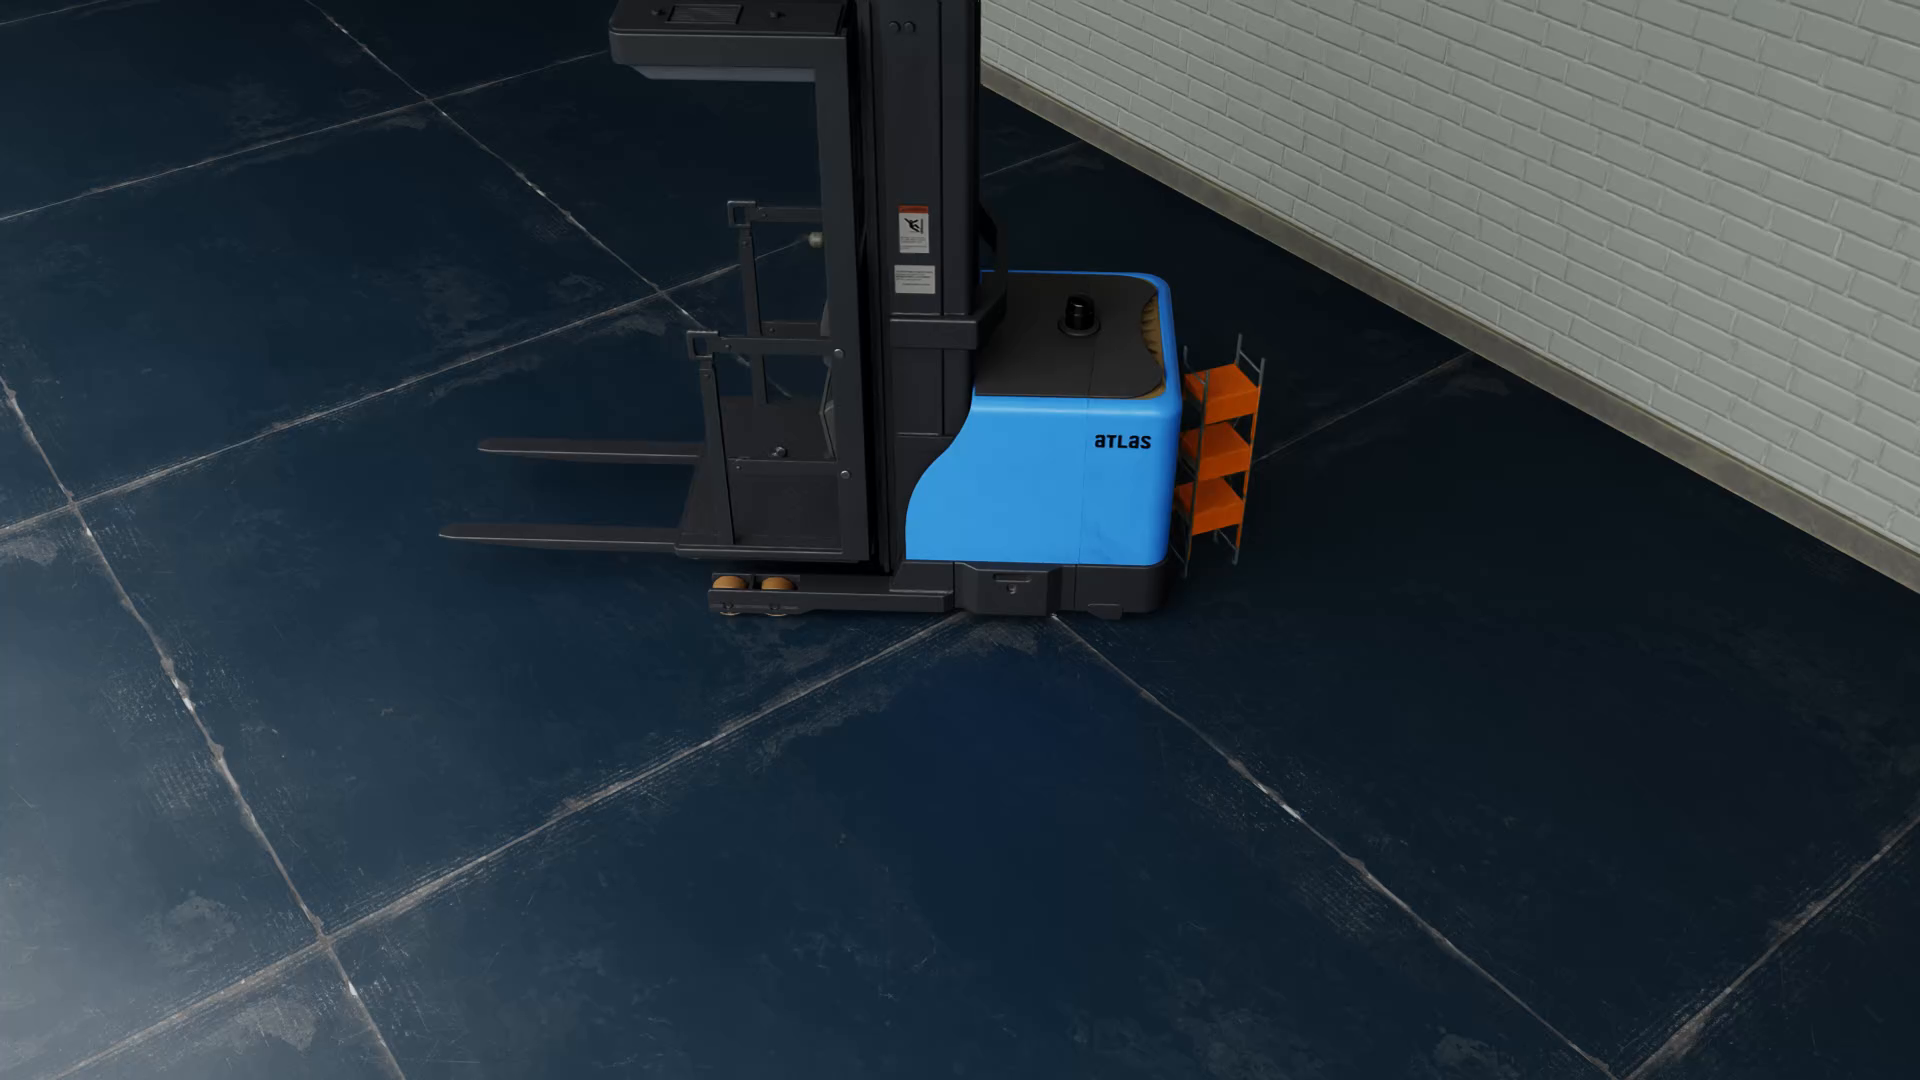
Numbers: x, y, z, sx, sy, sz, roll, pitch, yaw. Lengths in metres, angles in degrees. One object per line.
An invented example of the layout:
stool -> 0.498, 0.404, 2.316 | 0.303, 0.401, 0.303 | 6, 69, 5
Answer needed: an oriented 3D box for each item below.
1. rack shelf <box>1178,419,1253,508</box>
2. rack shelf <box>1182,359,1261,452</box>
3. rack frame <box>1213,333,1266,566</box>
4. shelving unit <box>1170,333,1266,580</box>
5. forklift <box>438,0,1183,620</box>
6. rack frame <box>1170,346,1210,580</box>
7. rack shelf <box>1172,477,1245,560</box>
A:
rack shelf -> 1.032, -0.318, 6.826 | 0.240, 0.259, 0.215 | -14, 41, -17
rack shelf -> 1.032, -0.537, 6.646 | 0.240, 0.259, 0.215 | -14, 41, -17
rack frame -> 1.146, -0.355, 6.854 | 0.008, 1.050, 0.200 | -14, 41, -17
shelving unit -> 1.032, -0.326, 6.820 | 0.252, 1.050, 0.215 | -14, 41, -17
forklift -> -0.647, -1.151, 6.342 | 3.031, 2.935, 1.130 | 2, 39, 2
rack frame -> 0.919, -0.297, 6.785 | 0.008, 1.050, 0.200 | -14, 41, -17
rack shelf -> 1.032, -0.103, 7.003 | 0.240, 0.259, 0.215 | -14, 41, -17
